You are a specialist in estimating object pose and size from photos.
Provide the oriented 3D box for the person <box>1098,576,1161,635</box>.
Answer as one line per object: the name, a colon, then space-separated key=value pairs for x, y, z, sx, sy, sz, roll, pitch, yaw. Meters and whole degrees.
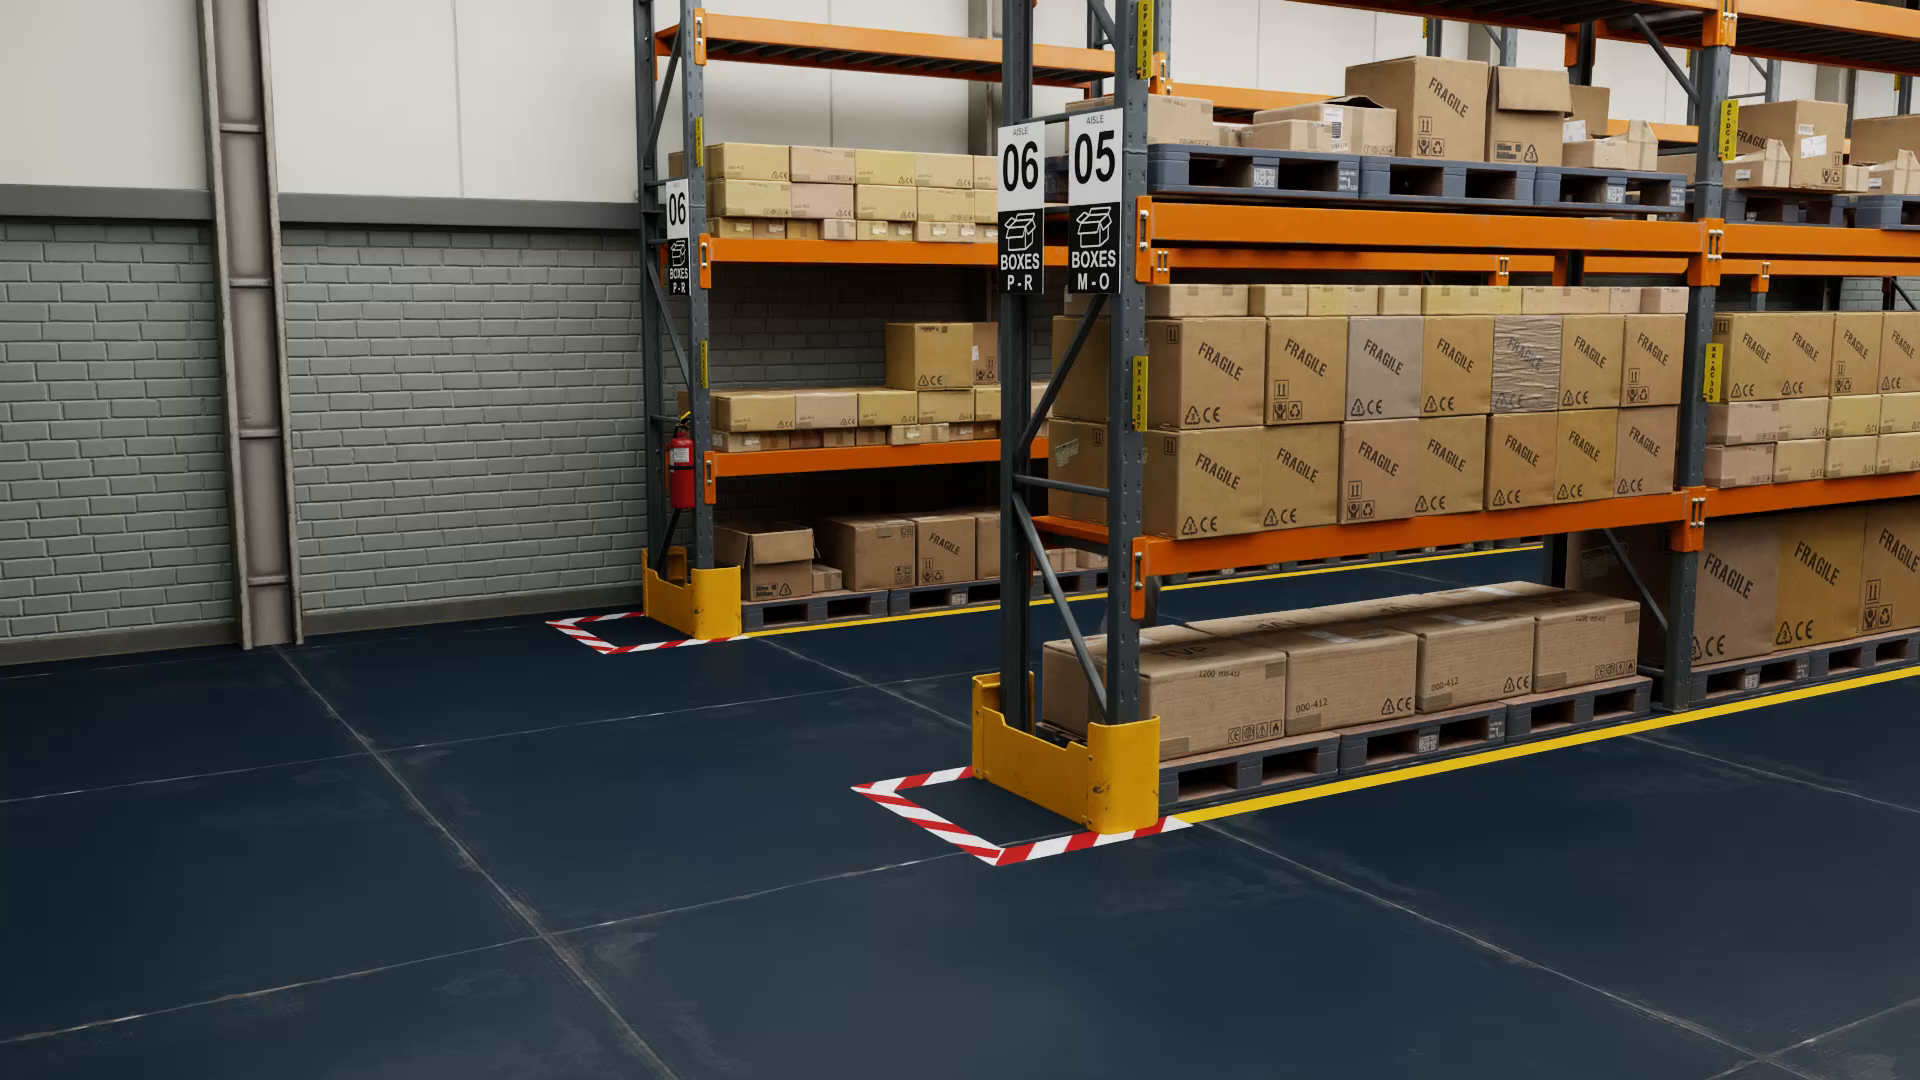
person: x=1.168 y=-0.004 z=10.987 sx=0.577 sy=1.740 sz=0.635 roll=3 pitch=9 yaw=20
